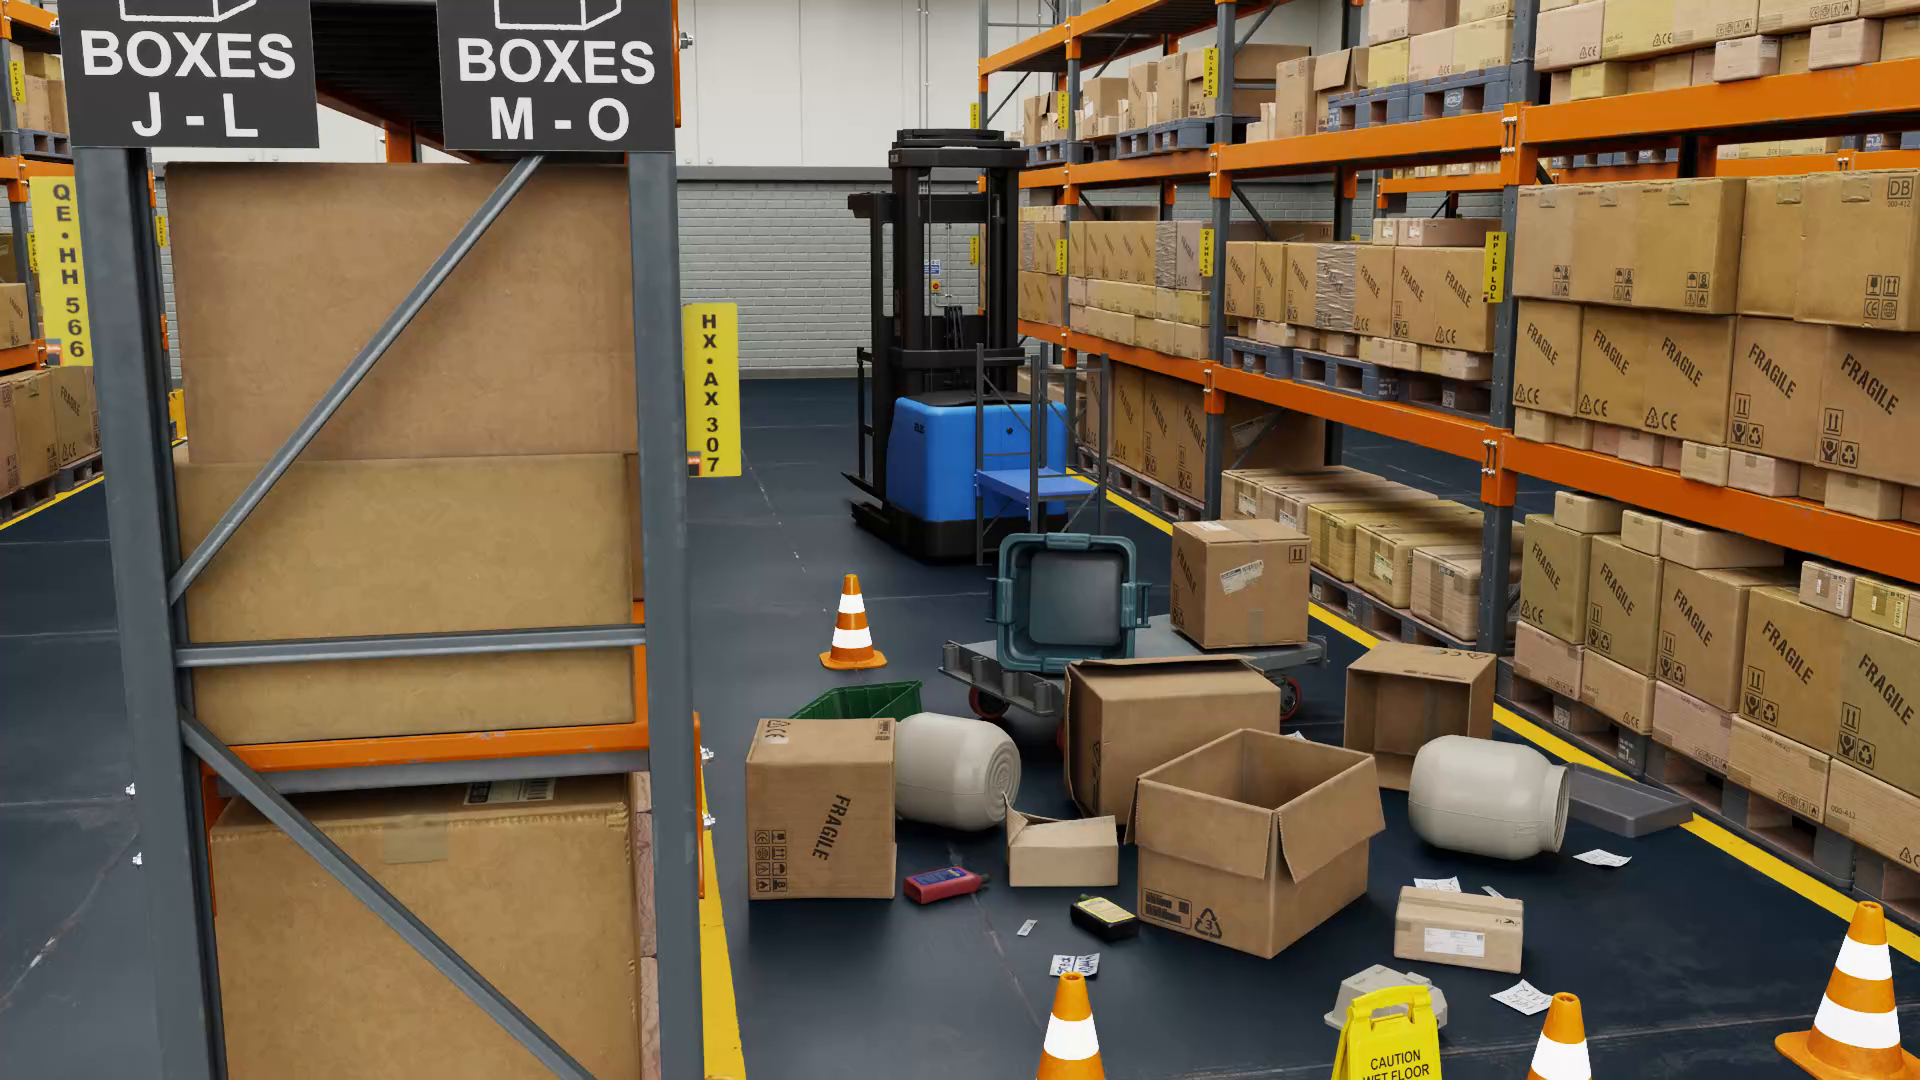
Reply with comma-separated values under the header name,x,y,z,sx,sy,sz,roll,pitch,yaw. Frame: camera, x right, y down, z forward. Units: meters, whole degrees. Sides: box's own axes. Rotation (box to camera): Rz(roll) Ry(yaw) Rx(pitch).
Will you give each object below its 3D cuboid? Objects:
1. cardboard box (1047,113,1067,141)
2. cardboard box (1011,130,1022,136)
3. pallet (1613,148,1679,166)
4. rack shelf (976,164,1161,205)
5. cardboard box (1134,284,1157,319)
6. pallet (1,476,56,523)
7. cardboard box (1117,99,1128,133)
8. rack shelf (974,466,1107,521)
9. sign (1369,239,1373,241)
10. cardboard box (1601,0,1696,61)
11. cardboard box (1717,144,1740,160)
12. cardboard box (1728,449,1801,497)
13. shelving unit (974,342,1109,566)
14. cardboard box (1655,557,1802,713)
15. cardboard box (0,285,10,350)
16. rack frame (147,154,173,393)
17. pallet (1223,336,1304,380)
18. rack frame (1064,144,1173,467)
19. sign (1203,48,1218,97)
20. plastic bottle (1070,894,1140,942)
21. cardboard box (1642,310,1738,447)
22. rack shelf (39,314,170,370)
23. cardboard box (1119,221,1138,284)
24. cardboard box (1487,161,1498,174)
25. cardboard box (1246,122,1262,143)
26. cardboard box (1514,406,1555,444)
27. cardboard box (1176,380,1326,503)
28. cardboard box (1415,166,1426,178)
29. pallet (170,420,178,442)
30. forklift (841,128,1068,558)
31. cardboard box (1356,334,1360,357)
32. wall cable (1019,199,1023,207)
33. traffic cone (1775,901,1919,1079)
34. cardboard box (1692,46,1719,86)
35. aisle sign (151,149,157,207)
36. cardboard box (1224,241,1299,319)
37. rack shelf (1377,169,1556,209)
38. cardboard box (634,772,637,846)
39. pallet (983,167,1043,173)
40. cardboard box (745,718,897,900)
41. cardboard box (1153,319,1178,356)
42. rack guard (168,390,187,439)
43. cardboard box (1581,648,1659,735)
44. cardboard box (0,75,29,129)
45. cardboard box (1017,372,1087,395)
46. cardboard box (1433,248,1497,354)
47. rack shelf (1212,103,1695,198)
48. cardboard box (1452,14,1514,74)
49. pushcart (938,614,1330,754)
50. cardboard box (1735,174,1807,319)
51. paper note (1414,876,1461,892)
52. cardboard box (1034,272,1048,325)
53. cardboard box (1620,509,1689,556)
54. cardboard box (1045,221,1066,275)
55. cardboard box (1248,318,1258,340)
name,x,y,z,sx,sy,sz,roll,pitch,yaw
cardboard box,1.053,-3.965,15.953,0.396,0.266,0.258,-2,11,-9
cardboard box,0.889,-4.506,18.838,0.500,0.250,0.500,-3,11,-16
pallet,6.622,-3.447,14.764,1.213,0.211,1.003,-2,11,-11
rack shelf,1.102,-3.684,17.429,1.077,0.370,4.000,-2,11,-11
cardboard box,1.703,-1.902,13.229,0.500,0.250,0.500,-2,11,-12
pallet,-8.005,-0.328,13.353,1.003,0.211,1.213,-2,11,-11
cardboard box,1.503,-3.463,13.580,0.396,0.266,0.258,-1,11,-6
rack shelf,0.509,-0.310,10.774,0.538,0.185,1.000,-4,11,-18
sign,5.049,-3.517,20.337,0.100,0.325,0.005,-2,11,-11
cardboard box,2.974,-2.090,6.740,0.500,0.250,0.500,-2,11,-11
cardboard box,6.604,-3.313,13.961,0.500,0.250,0.500,-2,11,-11
cardboard box,3.110,-0.256,6.193,0.380,0.149,0.250,-2,11,-11
shelving unit,0.509,-0.486,10.741,0.538,1.500,1.048,-4,11,-18
cardboard box,3.112,0.358,6.520,0.500,0.500,0.500,-2,11,-8
cardboard box,-7.781,-1.719,12.936,0.500,0.500,0.500,-2,11,-9
rack frame,-9.007,-2.570,17.676,1.000,3.000,0.127,-2,11,-11
pallet,2.512,-1.242,11.212,1.213,0.211,1.003,-2,11,-11
rack frame,1.491,-2.197,15.715,1.000,3.000,0.127,-2,11,-11
sign,1.723,-3.211,11.426,0.100,0.325,0.005,-2,11,-11
plastic bottle,0.459,1.242,5.507,0.133,0.061,0.283,-6,13,-31
cardboard box,3.065,-0.650,6.526,0.500,0.500,0.500,-2,11,-11
rack shelf,-8.618,-1.850,15.816,1.077,0.370,4.000,-2,11,-11
cardboard box,1.623,-2.367,13.668,0.500,0.500,0.500,-2,11,-12
cardboard box,5.845,-3.973,17.698,0.380,0.149,0.250,-2,11,-9
cardboard box,2.164,-2.749,11.268,0.380,0.149,0.250,-2,11,-11
cardboard box,2.794,-0.537,7.665,0.380,0.149,0.250,-2,11,-11
cardboard box,2.216,-0.755,12.701,0.875,0.875,0.875,-2,11,-12
cardboard box,5.473,-4.250,19.155,0.380,0.149,0.250,-2,11,-10
pallet,-8.775,-1.056,17.181,1.003,0.211,1.213,-2,11,-11
forklift,-0.201,-1.551,12.509,1.130,2.935,3.031,-4,11,-18
cardboard box,2.542,-1.136,9.693,0.380,0.149,0.250,-3,11,-13
wall cable,0.983,-4.516,25.186,0.588,1.984,0.122,-2,11,-11
traffic cone,2.476,1.219,4.557,0.336,0.463,0.334,-2,11,-11
cardboard box,3.071,-1.825,6.413,0.380,0.149,0.250,-2,11,-13
aisle sign,-8.727,-3.871,17.560,0.394,0.787,0.004,-2,11,-11
cardboard box,2.130,-1.774,11.306,0.500,0.500,0.500,-2,11,-13
rack shelf,5.971,-3.865,18.381,1.077,0.370,4.000,-2,11,-11
cardboard box,-1.556,0.590,5.635,0.875,0.875,0.875,-2,11,-11
pallet,0.868,-4.225,18.584,1.003,0.211,1.213,-2,11,-11
cardboard box,-0.480,0.943,5.897,0.500,0.500,0.500,0,11,-1
cardboard box,1.802,-1.566,12.802,0.500,0.250,0.500,-2,11,-10
rack guard,-9.012,-1.346,17.933,1.175,0.500,0.348,-2,11,-11
cardboard box,3.012,0.631,7.092,0.500,0.250,0.500,-1,11,-8
cardboard box,-8.441,-3.756,14.226,0.700,0.500,0.500,-3,11,-14
cardboard box,1.126,-1.593,18.273,0.875,0.438,0.875,-2,11,-9
cardboard box,2.732,-1.207,8.331,0.500,0.500,0.500,-2,11,-12
rack shelf,2.658,-2.216,9.720,1.077,0.370,4.000,-2,11,-11
cardboard box,2.792,-2.437,8.236,0.500,0.250,0.500,-2,11,-12
pushcart,0.821,0.651,7.768,1.648,0.377,0.936,-6,13,-31
cardboard box,3.260,-1.047,5.940,0.700,0.500,0.500,-2,11,-11
paper note,1.671,1.206,5.808,0.148,0.019,0.142,2,11,9
cardboard box,1.045,-2.416,16.599,0.500,0.500,0.500,-2,11,-12
cardboard box,2.964,-0.035,6.846,0.380,0.149,0.250,-2,11,-9
cardboard box,1.129,-2.813,16.014,0.500,0.500,0.500,-2,11,-11
cardboard box,2.172,-1.426,11.217,0.380,0.149,0.250,-3,11,-15
